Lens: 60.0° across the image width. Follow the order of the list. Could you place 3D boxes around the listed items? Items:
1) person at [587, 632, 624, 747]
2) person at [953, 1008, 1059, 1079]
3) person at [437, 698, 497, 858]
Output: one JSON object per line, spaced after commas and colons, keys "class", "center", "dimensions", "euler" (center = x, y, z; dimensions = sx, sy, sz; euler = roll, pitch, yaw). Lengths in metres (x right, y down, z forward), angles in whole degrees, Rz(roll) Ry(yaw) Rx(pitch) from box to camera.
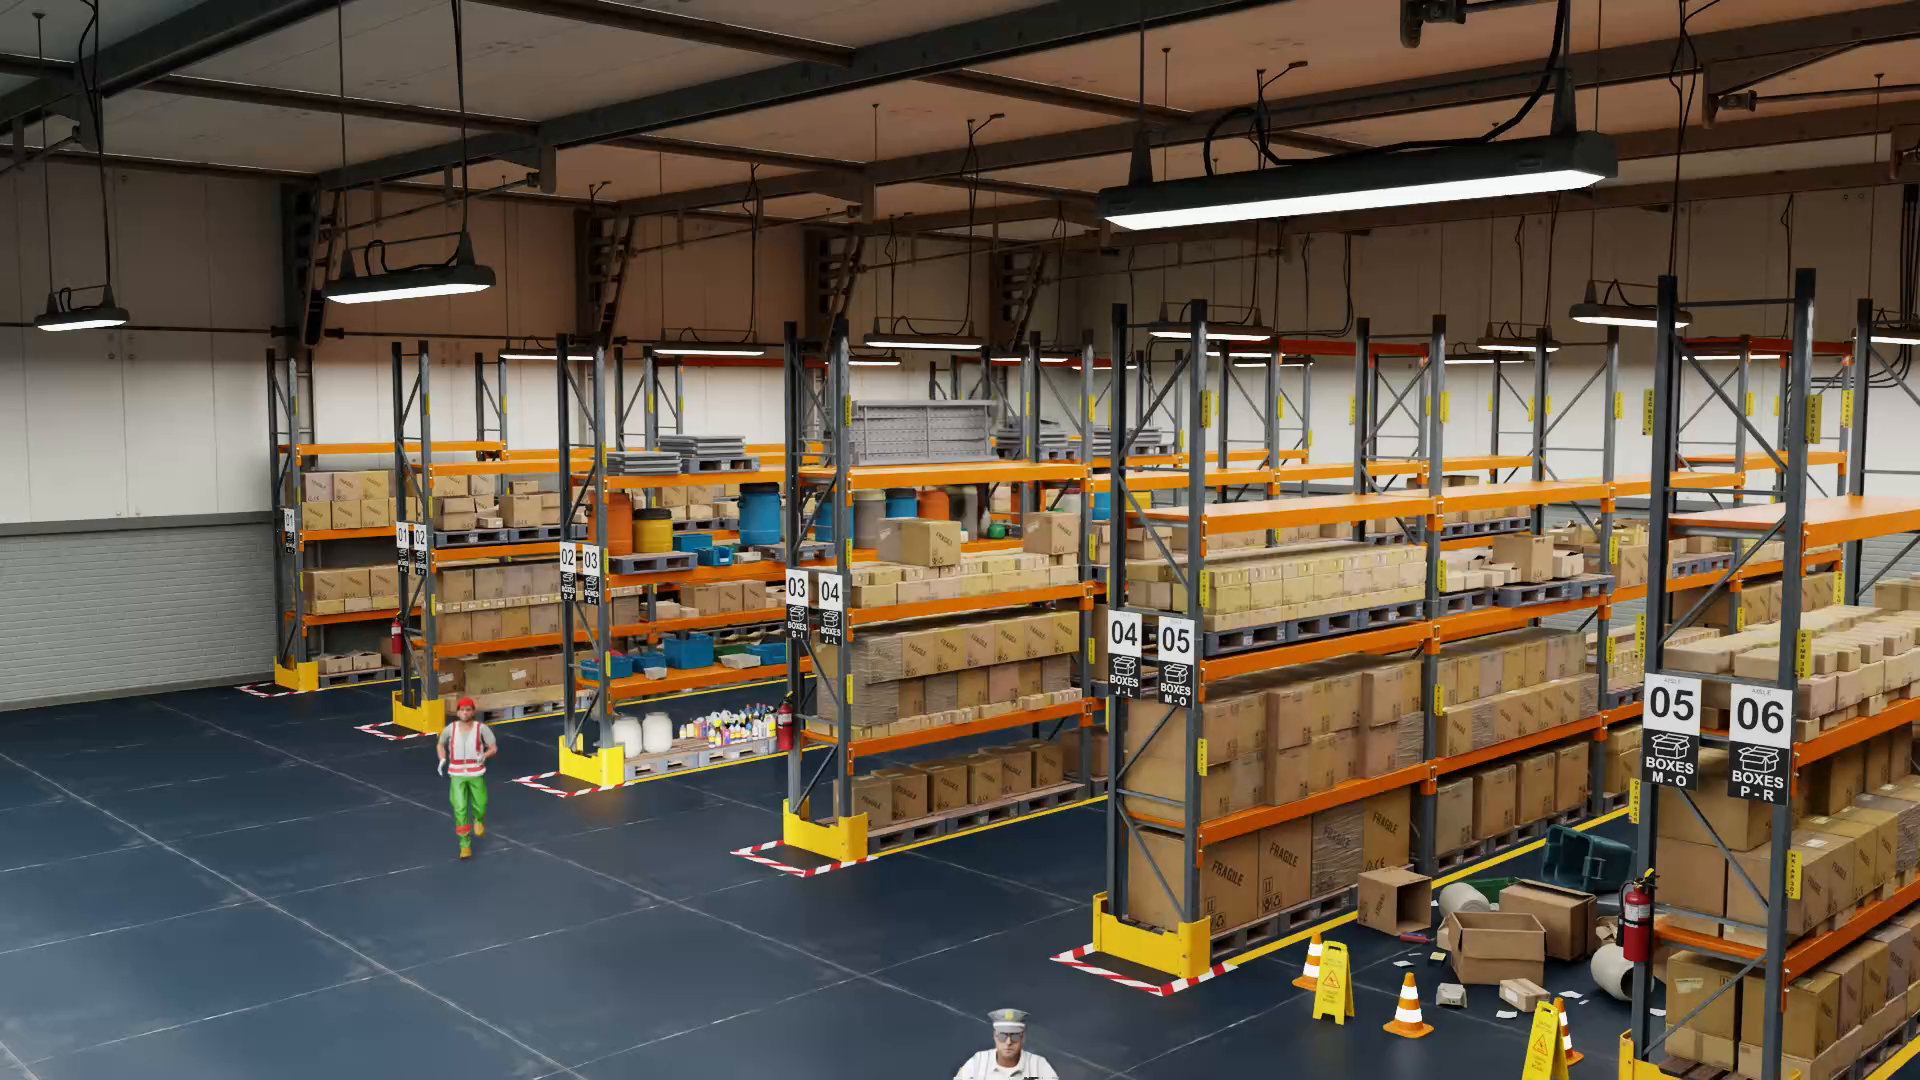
{"class": "person", "center": [-5.215, 2.195, 24.635], "dimensions": [0.679, 1.677, 0.619], "euler": [3, 6, 33]}
{"class": "person", "center": [0.268, 3.476, 9.365], "dimensions": [0.676, 1.751, 0.894], "euler": [0, 5, 2]}
{"class": "person", "center": [-5.587, 2.659, 18.847], "dimensions": [0.668, 1.759, 0.856], "euler": [-1, 5, -13]}
